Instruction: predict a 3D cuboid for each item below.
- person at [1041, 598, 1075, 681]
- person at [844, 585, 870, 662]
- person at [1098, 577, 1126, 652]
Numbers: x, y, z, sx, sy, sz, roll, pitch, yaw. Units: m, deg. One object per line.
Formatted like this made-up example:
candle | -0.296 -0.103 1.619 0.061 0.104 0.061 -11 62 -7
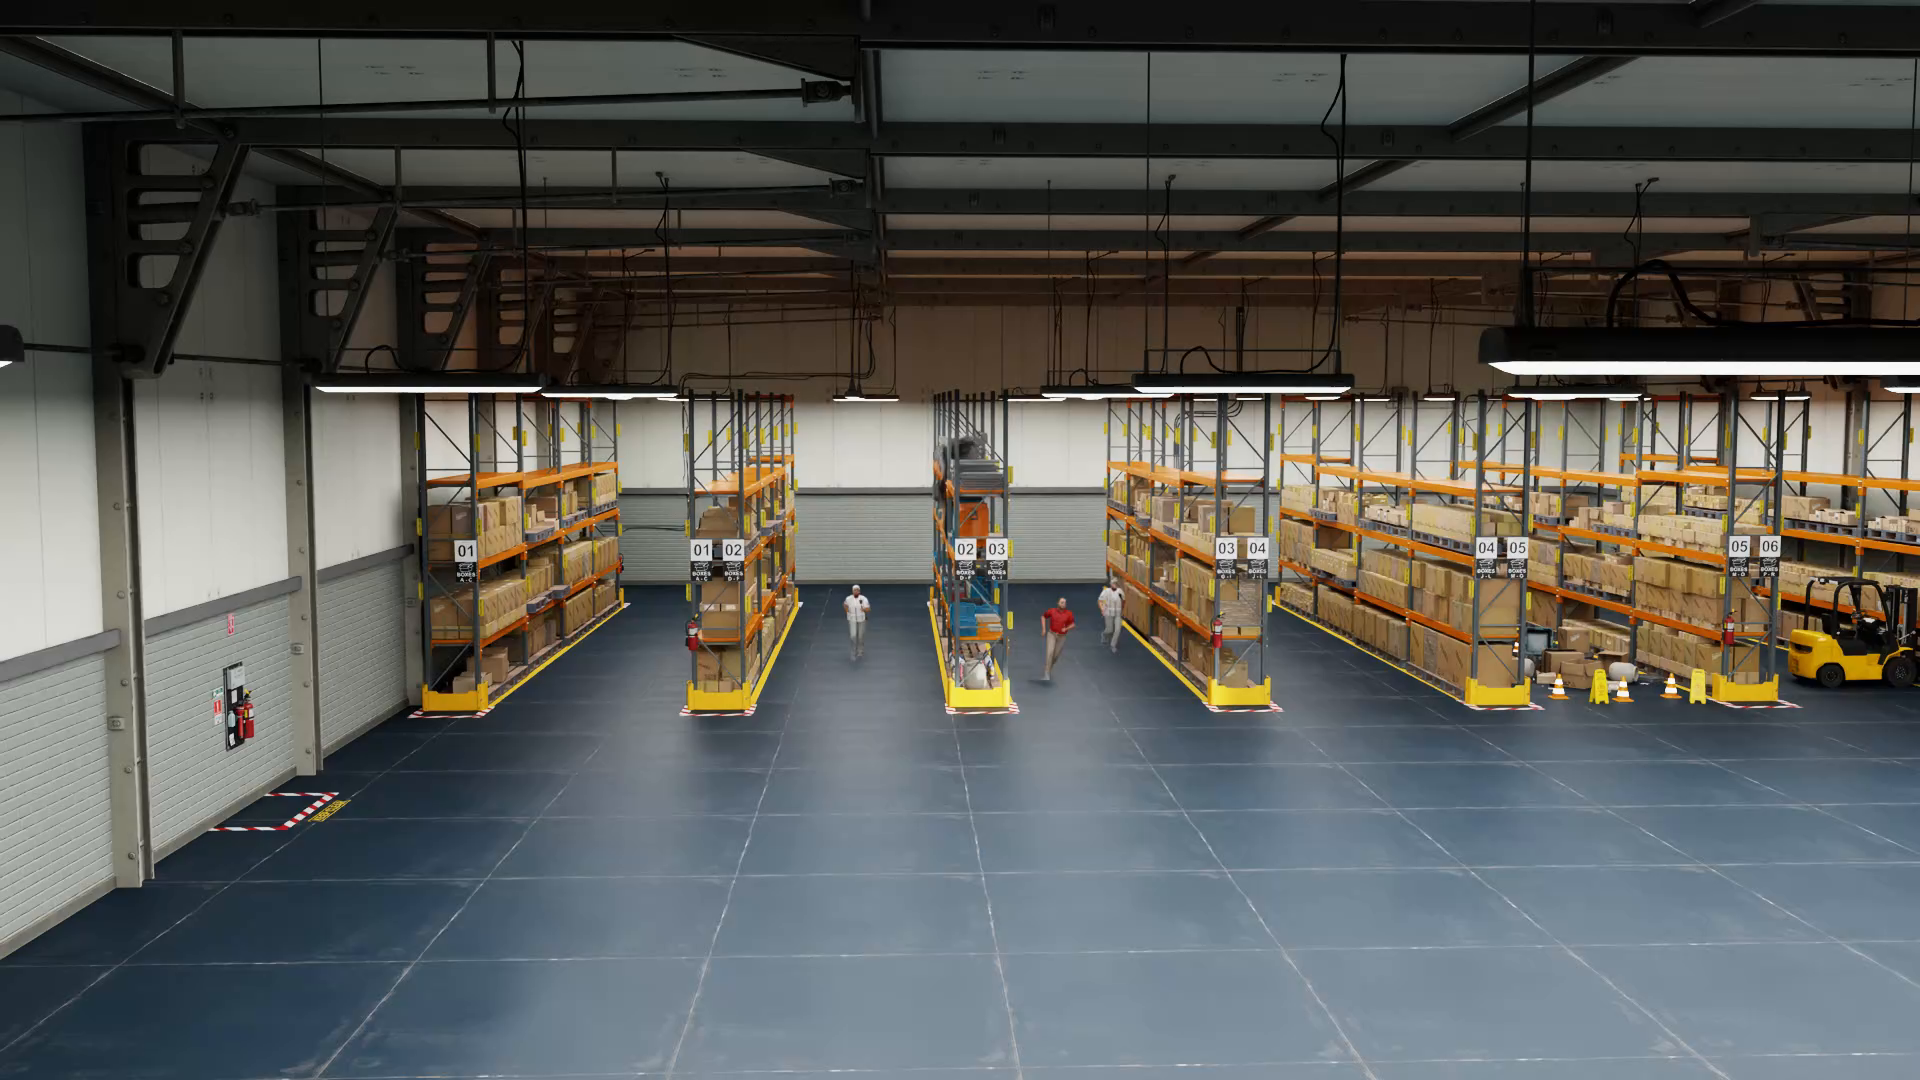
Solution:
person | 2.042 2.036 34.744 0.707 1.683 0.949 -1 5 -7
person | -2.306 1.851 37.278 0.603 1.706 0.738 0 5 -1
person | 3.555 1.714 38.774 0.675 1.740 0.636 -1 5 -15
